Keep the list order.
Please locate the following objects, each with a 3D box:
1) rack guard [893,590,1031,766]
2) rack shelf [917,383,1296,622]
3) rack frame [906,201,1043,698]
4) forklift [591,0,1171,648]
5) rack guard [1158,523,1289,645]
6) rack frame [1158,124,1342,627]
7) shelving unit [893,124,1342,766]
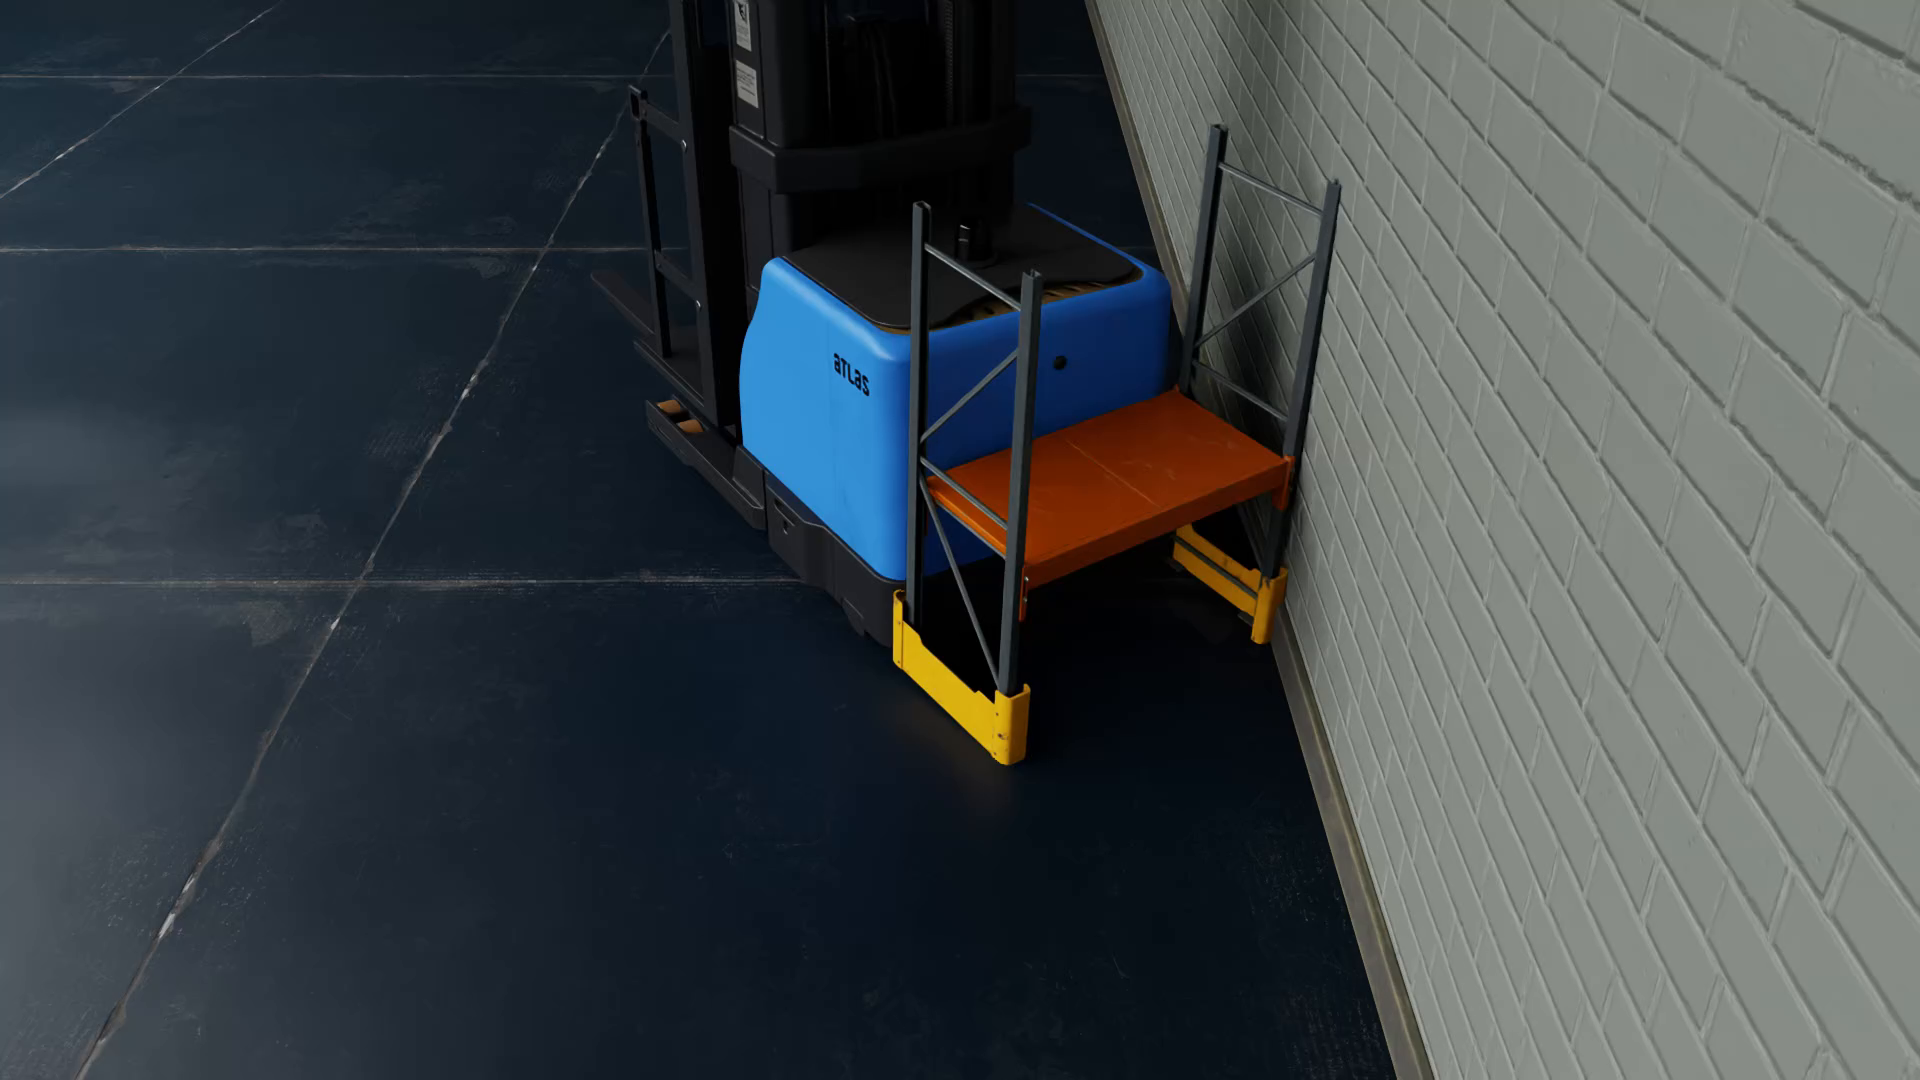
[{"bbox_3d":[-0.005,0.388,4.834,0.087,0.250,0.587,-21,41,-29],"label":"rack guard"},{"bbox_3d":[0.422,-0.135,4.826,1.000,0.185,0.538,-21,41,-29],"label":"rack shelf"},{"bbox_3d":[0.014,-0.122,4.473,0.032,1.500,0.500,-21,41,-29],"label":"rack frame"},{"bbox_3d":[-0.539,-1.648,5.641,1.130,2.935,3.031,-17,35,-26],"label":"forklift"},{"bbox_3d":[0.805,0.074,5.322,0.087,0.250,0.587,-21,41,-29],"label":"rack guard"},{"bbox_3d":[0.841,-0.442,4.971,0.032,1.500,0.500,-21,41,-29],"label":"rack frame"},{"bbox_3d":[0.420,-0.279,4.718,1.083,1.500,0.587,-21,41,-29],"label":"shelving unit"}]
